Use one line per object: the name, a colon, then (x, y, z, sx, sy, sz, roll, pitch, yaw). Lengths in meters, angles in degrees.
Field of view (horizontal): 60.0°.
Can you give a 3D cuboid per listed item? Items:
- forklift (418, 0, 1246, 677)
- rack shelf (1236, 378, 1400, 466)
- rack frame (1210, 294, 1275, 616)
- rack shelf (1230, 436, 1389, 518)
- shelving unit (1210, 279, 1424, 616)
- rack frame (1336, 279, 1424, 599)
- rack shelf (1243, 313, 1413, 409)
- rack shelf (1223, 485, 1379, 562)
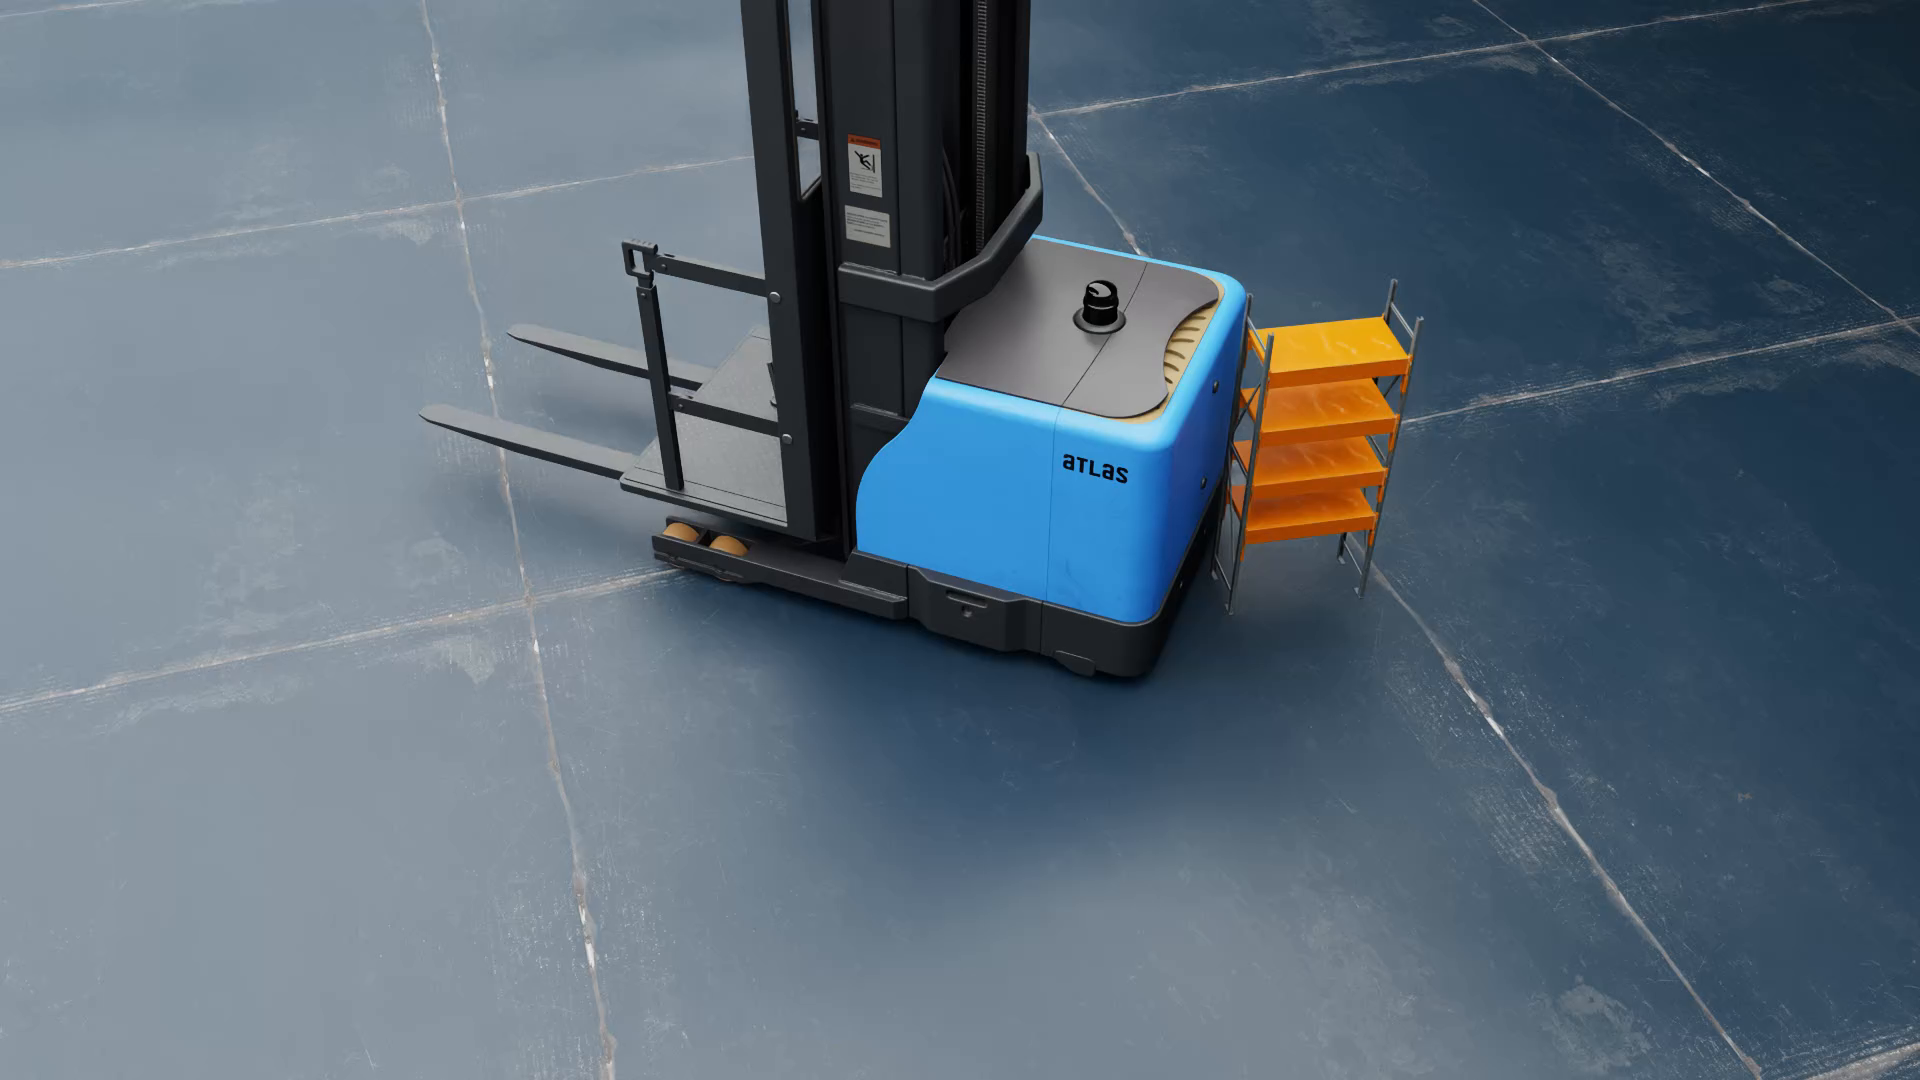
forklift: (-0.583, -1.258, 5.463, 3.031, 2.935, 1.130, 15, 43, 16)
rack shelf: (1.187, -0.406, 5.565, 0.480, 0.148, 0.258, -7, 42, -8)
rack frame: (0.947, -0.260, 5.636, 0.015, 1.200, 0.240, -7, 42, -8)
rack shelf: (1.187, -0.238, 5.712, 0.480, 0.148, 0.258, -7, 42, -8)
shelving unit: (1.187, -0.288, 5.668, 0.503, 1.200, 0.258, -7, 42, -8)
rack frame: (1.428, -0.317, 5.700, 0.015, 1.200, 0.240, -7, 42, -8)
rack shelf: (1.187, -0.584, 5.410, 0.480, 0.148, 0.258, -7, 42, -8)
rack shelf: (1.187, -0.088, 5.843, 0.480, 0.148, 0.258, -7, 42, -8)
